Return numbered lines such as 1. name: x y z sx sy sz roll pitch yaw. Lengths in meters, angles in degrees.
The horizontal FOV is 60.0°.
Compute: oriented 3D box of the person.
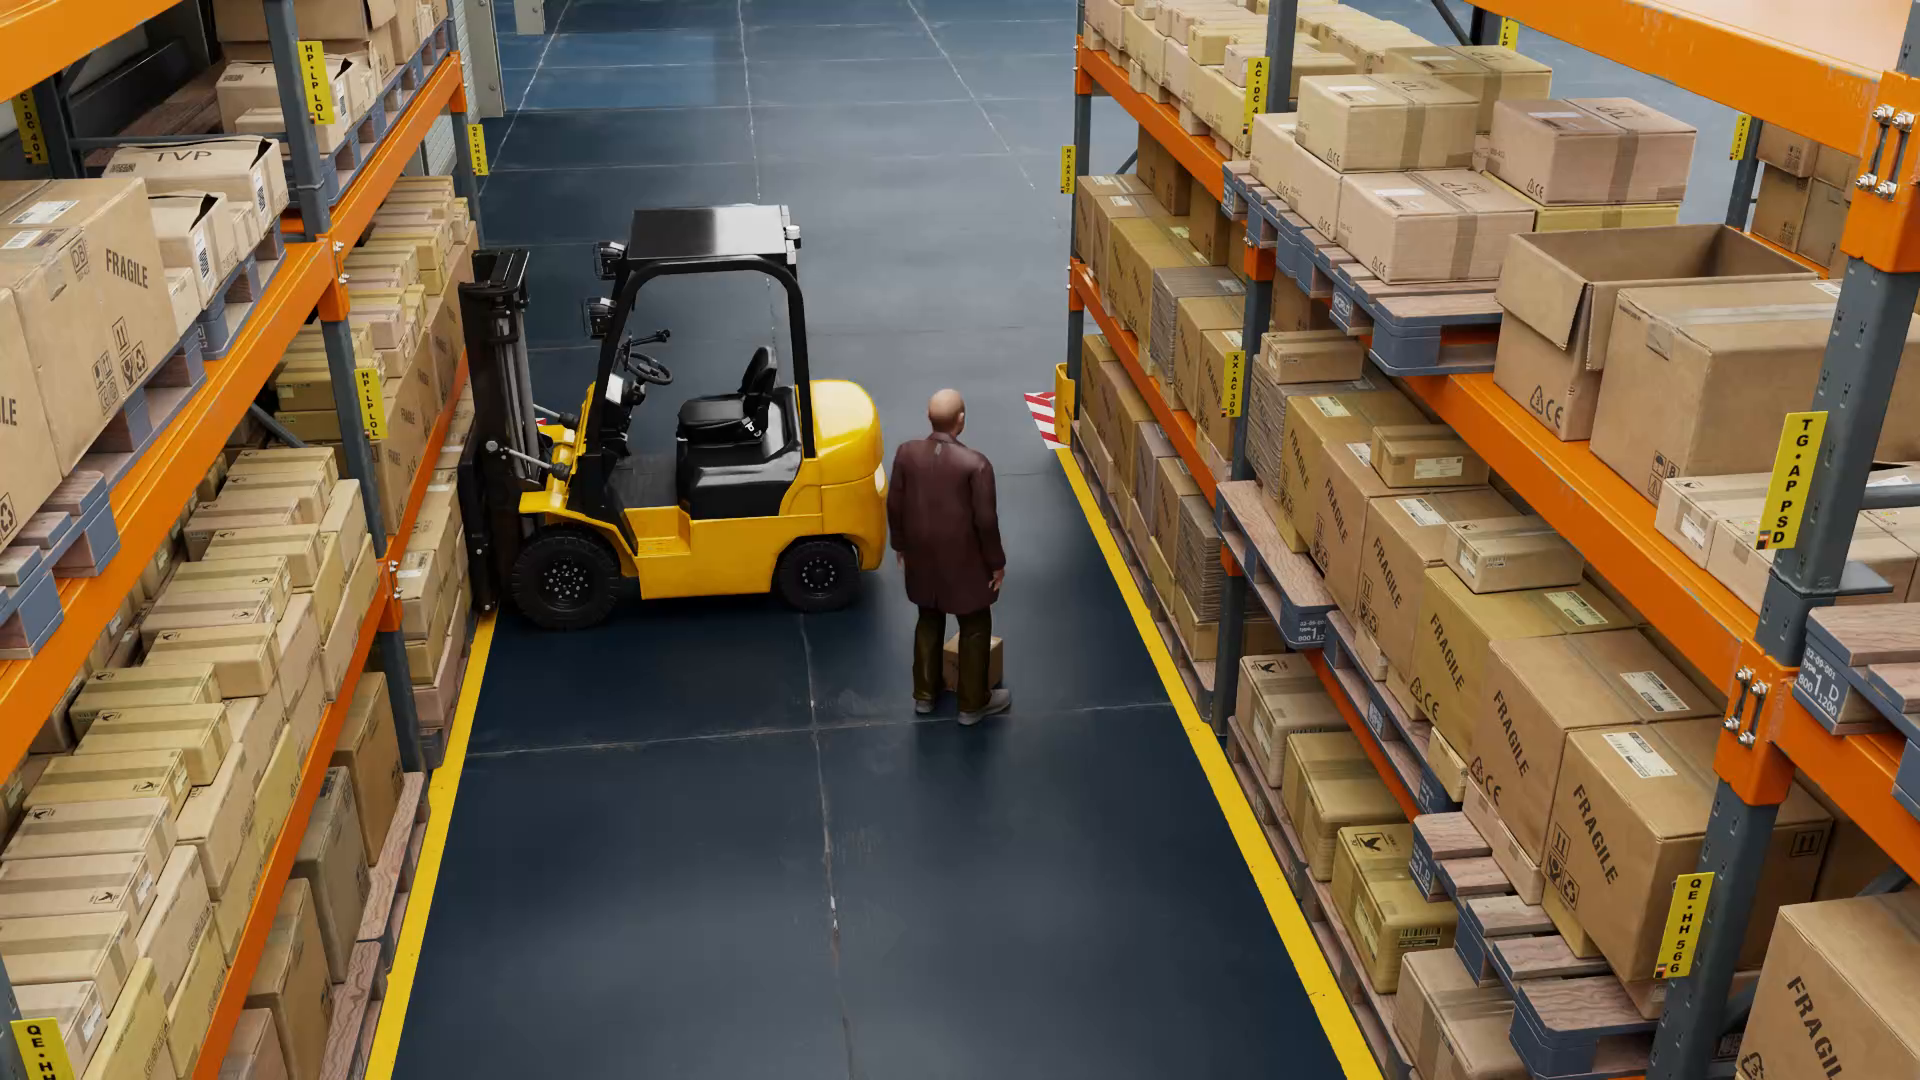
1. person: -0.066 0.082 8.470 0.655 1.774 0.419 13 30 24
